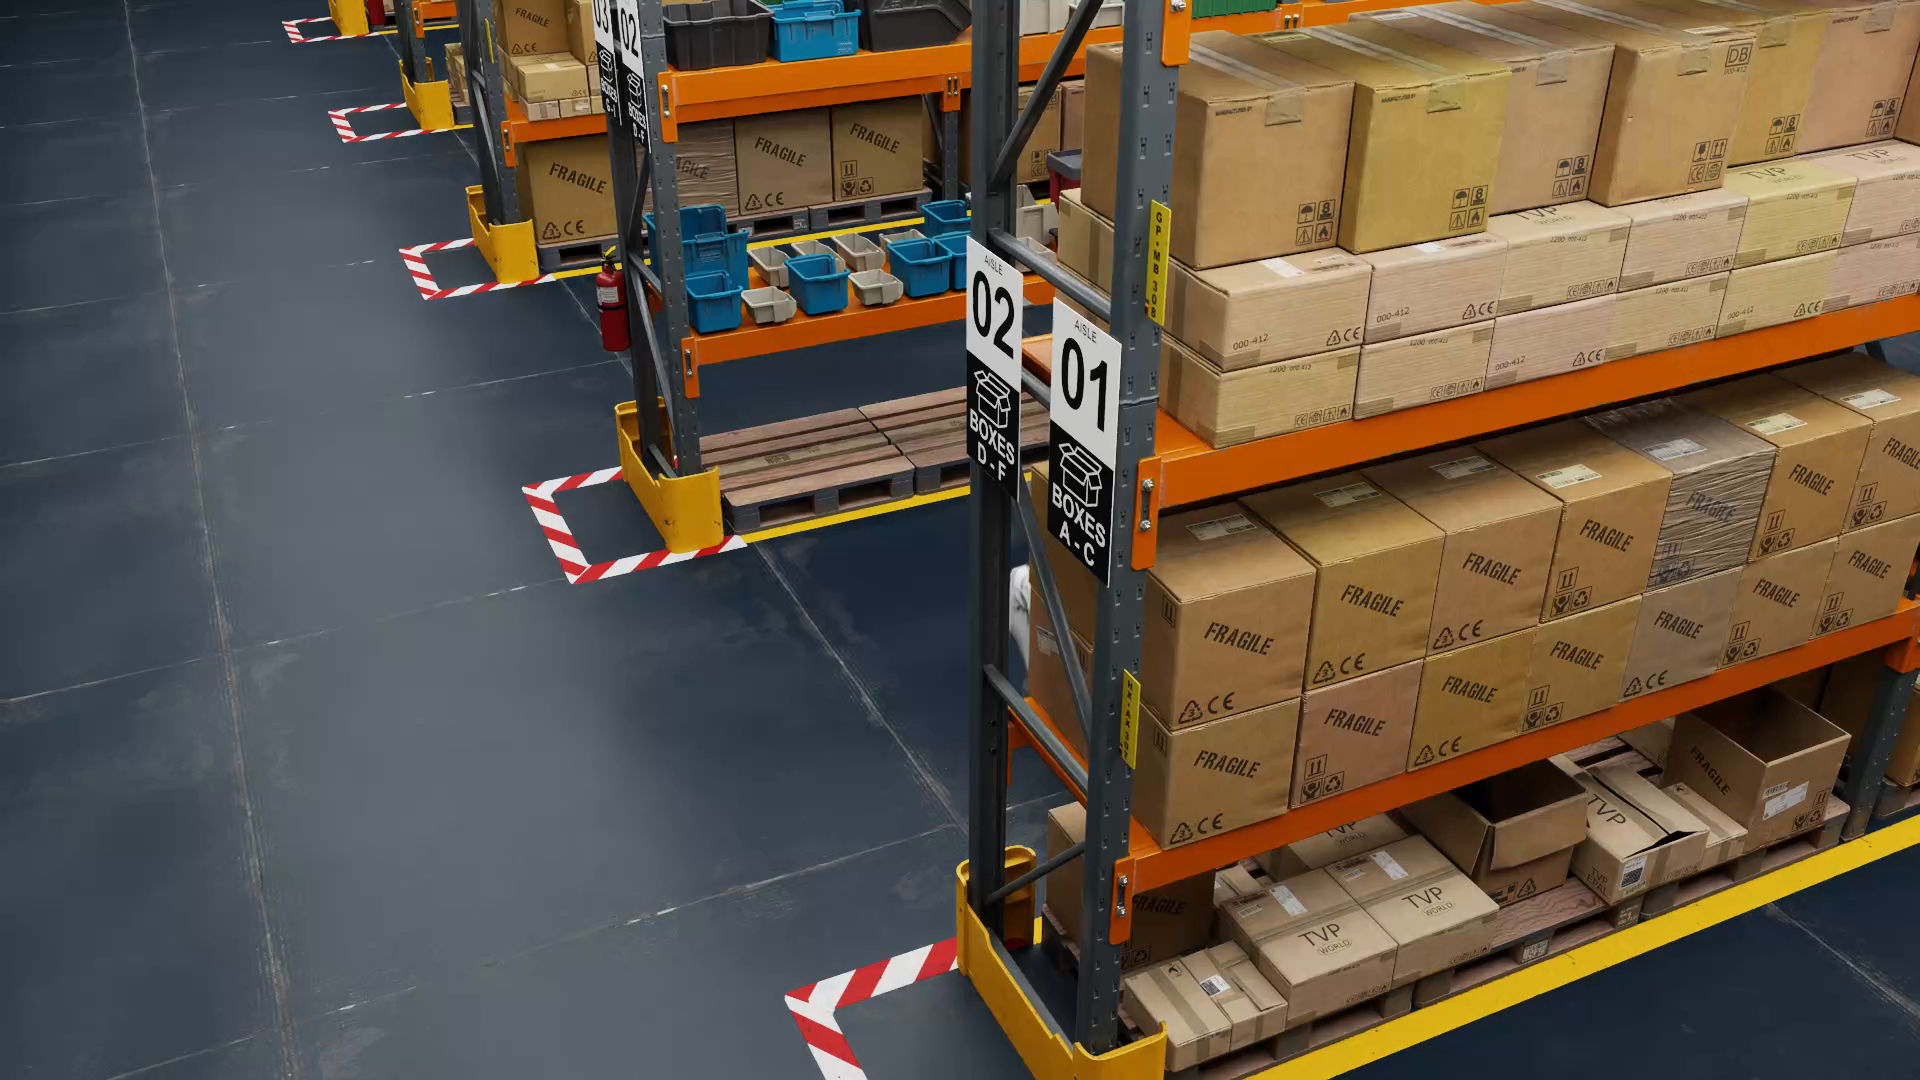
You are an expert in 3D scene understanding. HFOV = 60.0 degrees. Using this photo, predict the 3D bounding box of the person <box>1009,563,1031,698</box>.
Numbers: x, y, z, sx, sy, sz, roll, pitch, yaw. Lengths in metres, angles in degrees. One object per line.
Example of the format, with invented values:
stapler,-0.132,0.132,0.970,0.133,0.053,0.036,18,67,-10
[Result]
person,0.543,0.554,8.154,0.460,0.991,0.917,-15,33,-24
